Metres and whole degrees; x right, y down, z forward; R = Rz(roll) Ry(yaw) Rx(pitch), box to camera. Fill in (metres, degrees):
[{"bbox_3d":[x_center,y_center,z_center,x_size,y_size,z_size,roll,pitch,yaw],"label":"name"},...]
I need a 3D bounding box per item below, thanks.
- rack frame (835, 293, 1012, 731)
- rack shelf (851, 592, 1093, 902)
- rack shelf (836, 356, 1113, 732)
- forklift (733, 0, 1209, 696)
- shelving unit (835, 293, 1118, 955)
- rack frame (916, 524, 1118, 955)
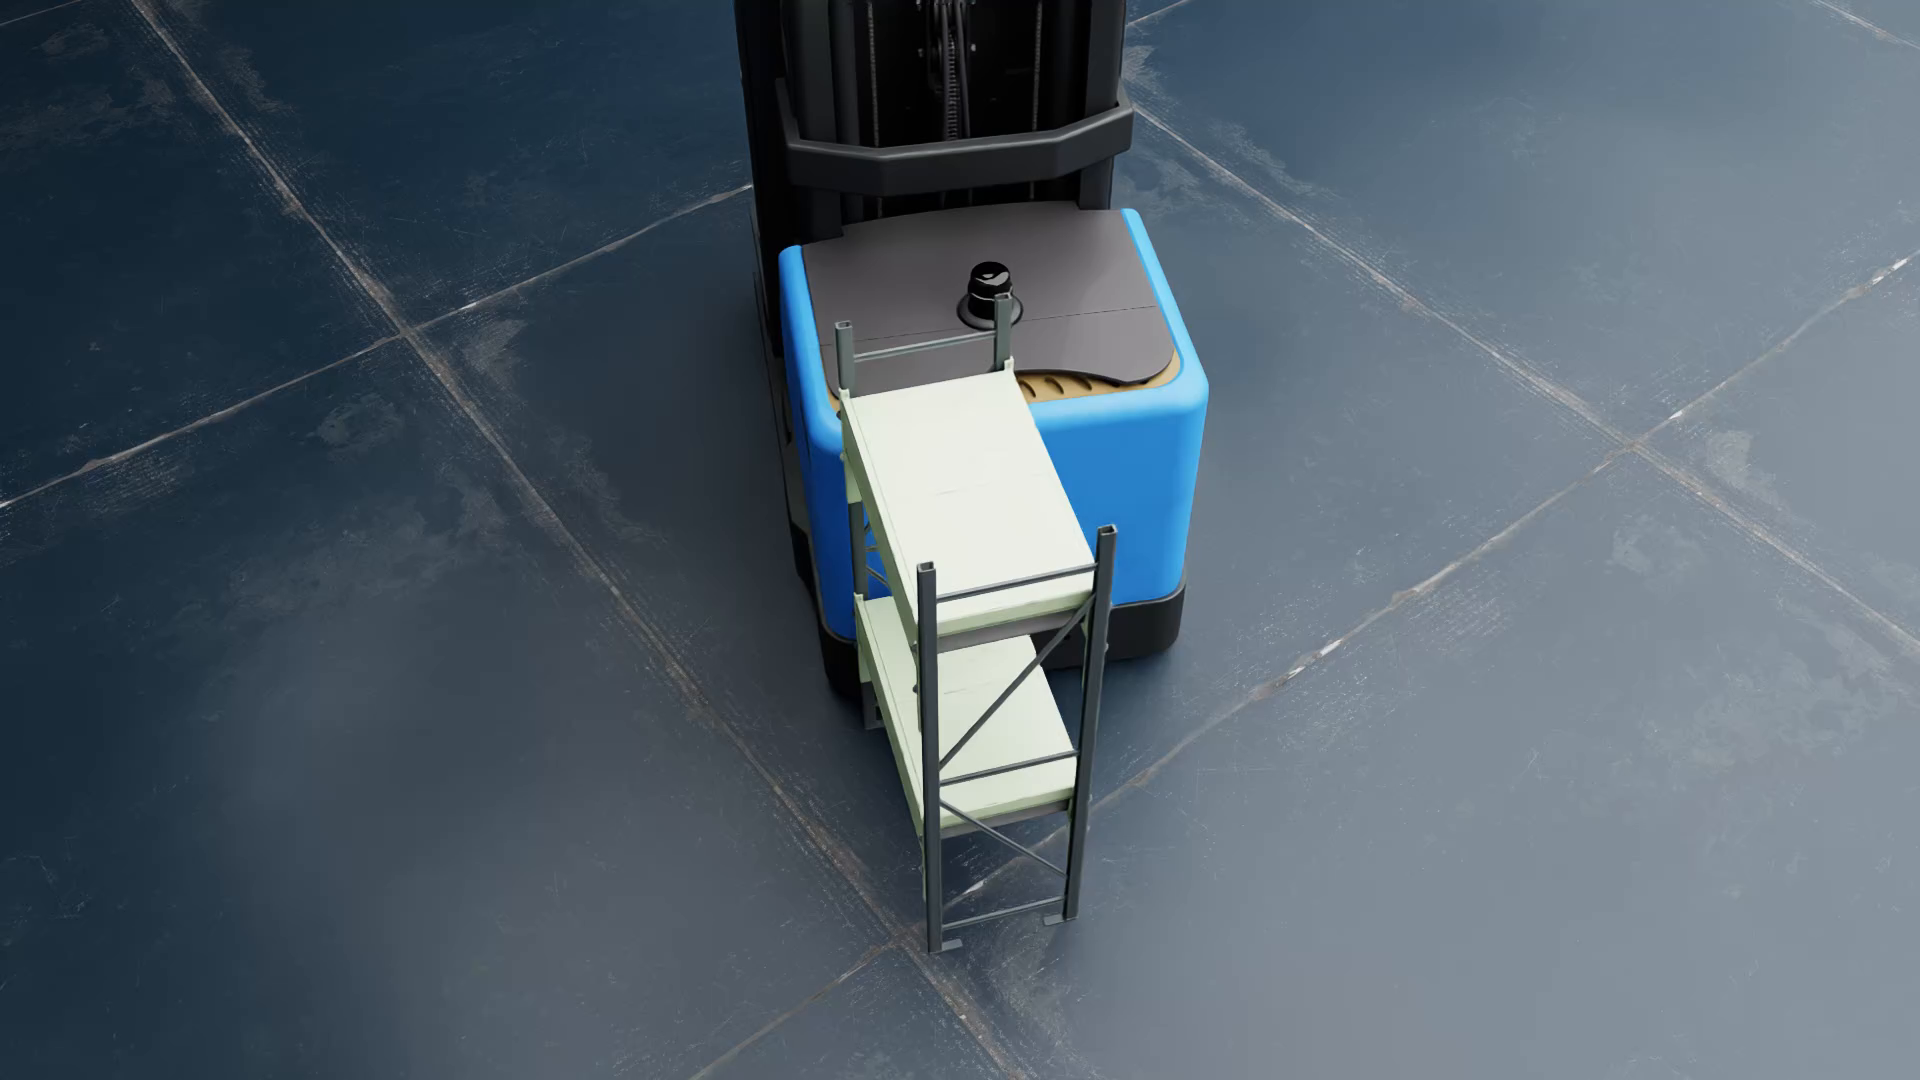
[{"bbox_3d":[-0.080,-0.005,4.242,0.400,1.500,0.023,-11,49,-10],"label":"rack frame"},{"bbox_3d":[0.016,0.476,4.246,0.431,0.370,0.720,-11,49,-10],"label":"rack shelf"},{"bbox_3d":[0.016,-0.005,3.715,0.431,0.370,0.720,-11,49,-10],"label":"rack shelf"},{"bbox_3d":[-0.122,-1.650,4.767,1.130,2.935,3.031,-8,48,-7],"label":"forklift"},{"bbox_3d":[0.016,0.257,4.005,0.431,1.500,0.755,-11,49,-10],"label":"shelving unit"},{"bbox_3d":[0.112,0.519,3.767,0.400,1.500,0.023,-11,49,-10],"label":"rack frame"}]
